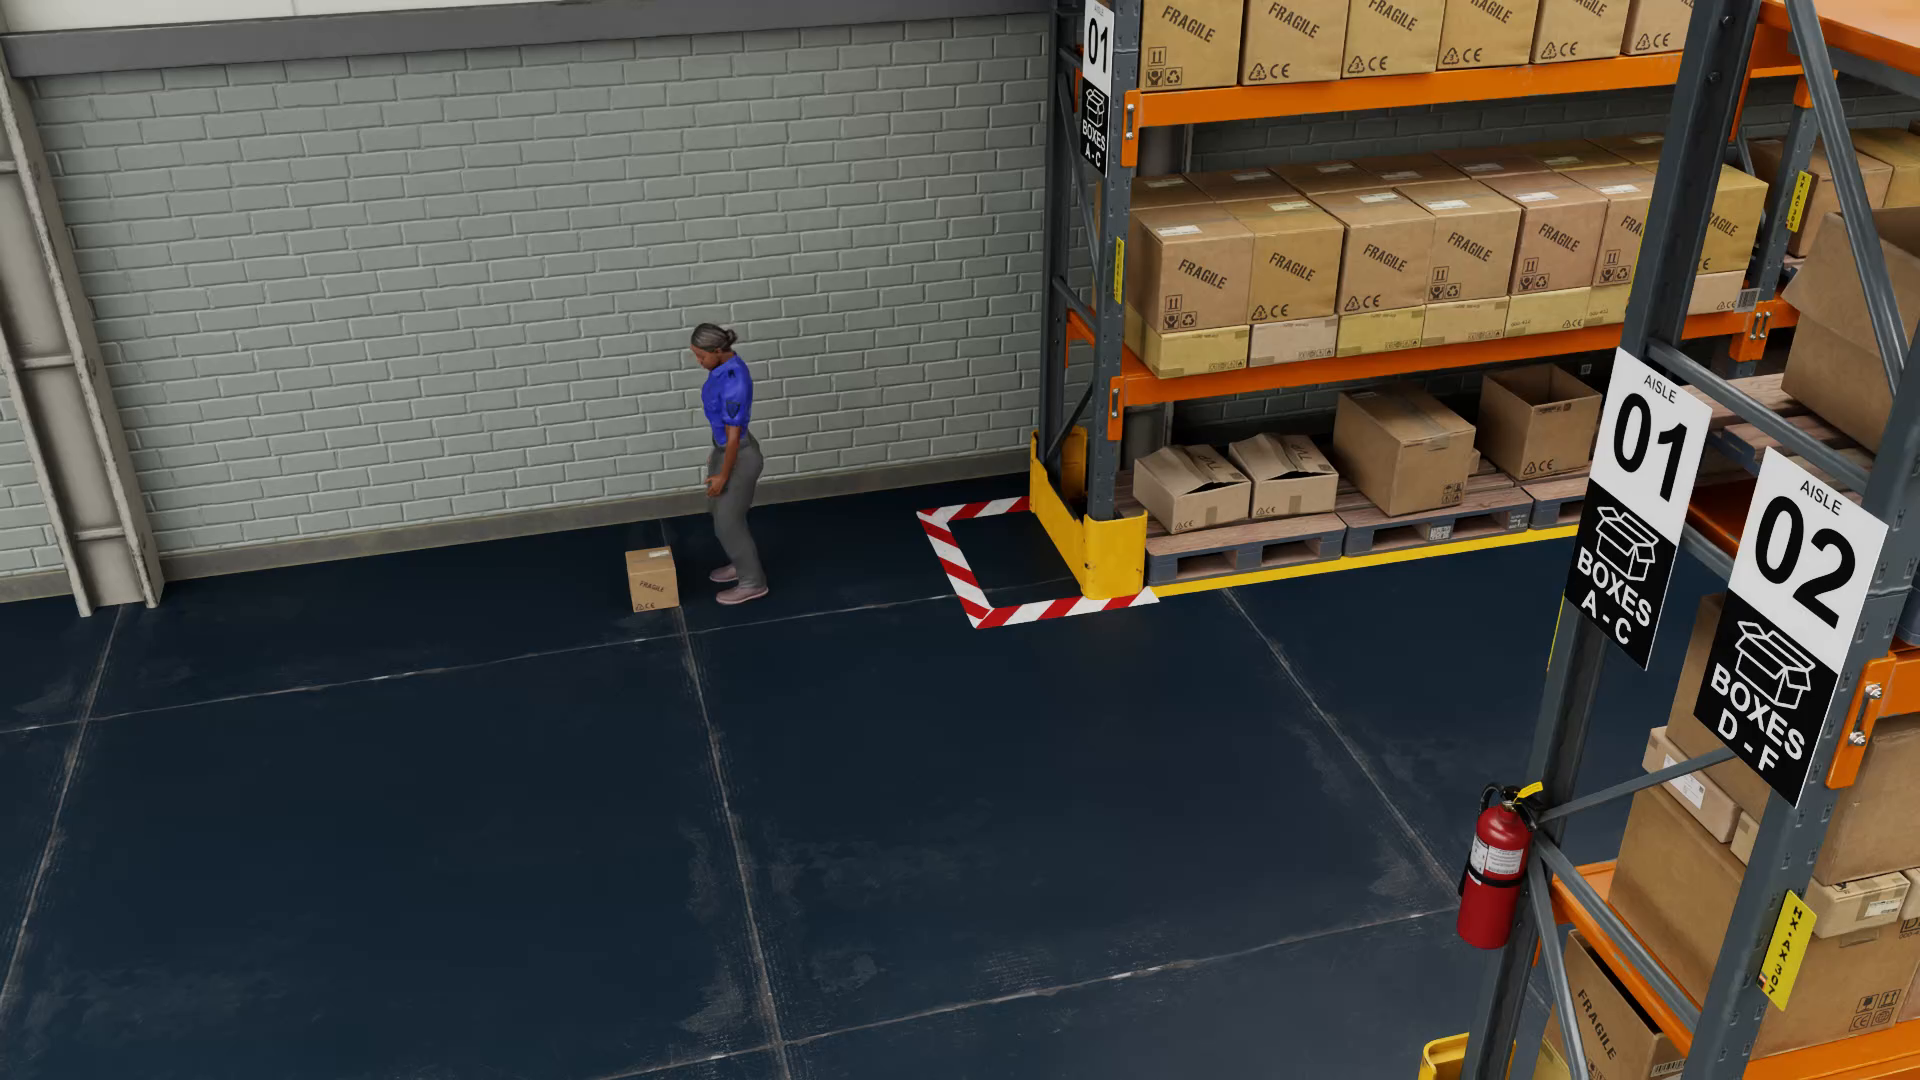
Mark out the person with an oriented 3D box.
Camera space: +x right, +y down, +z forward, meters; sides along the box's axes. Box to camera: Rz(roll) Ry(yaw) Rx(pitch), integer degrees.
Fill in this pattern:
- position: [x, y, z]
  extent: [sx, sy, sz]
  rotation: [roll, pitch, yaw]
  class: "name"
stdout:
- position: [-1.403, -0.072, 9.159]
  extent: [0.864, 0.850, 0.460]
  rotation: [-9, 32, -16]
  class: "person"
